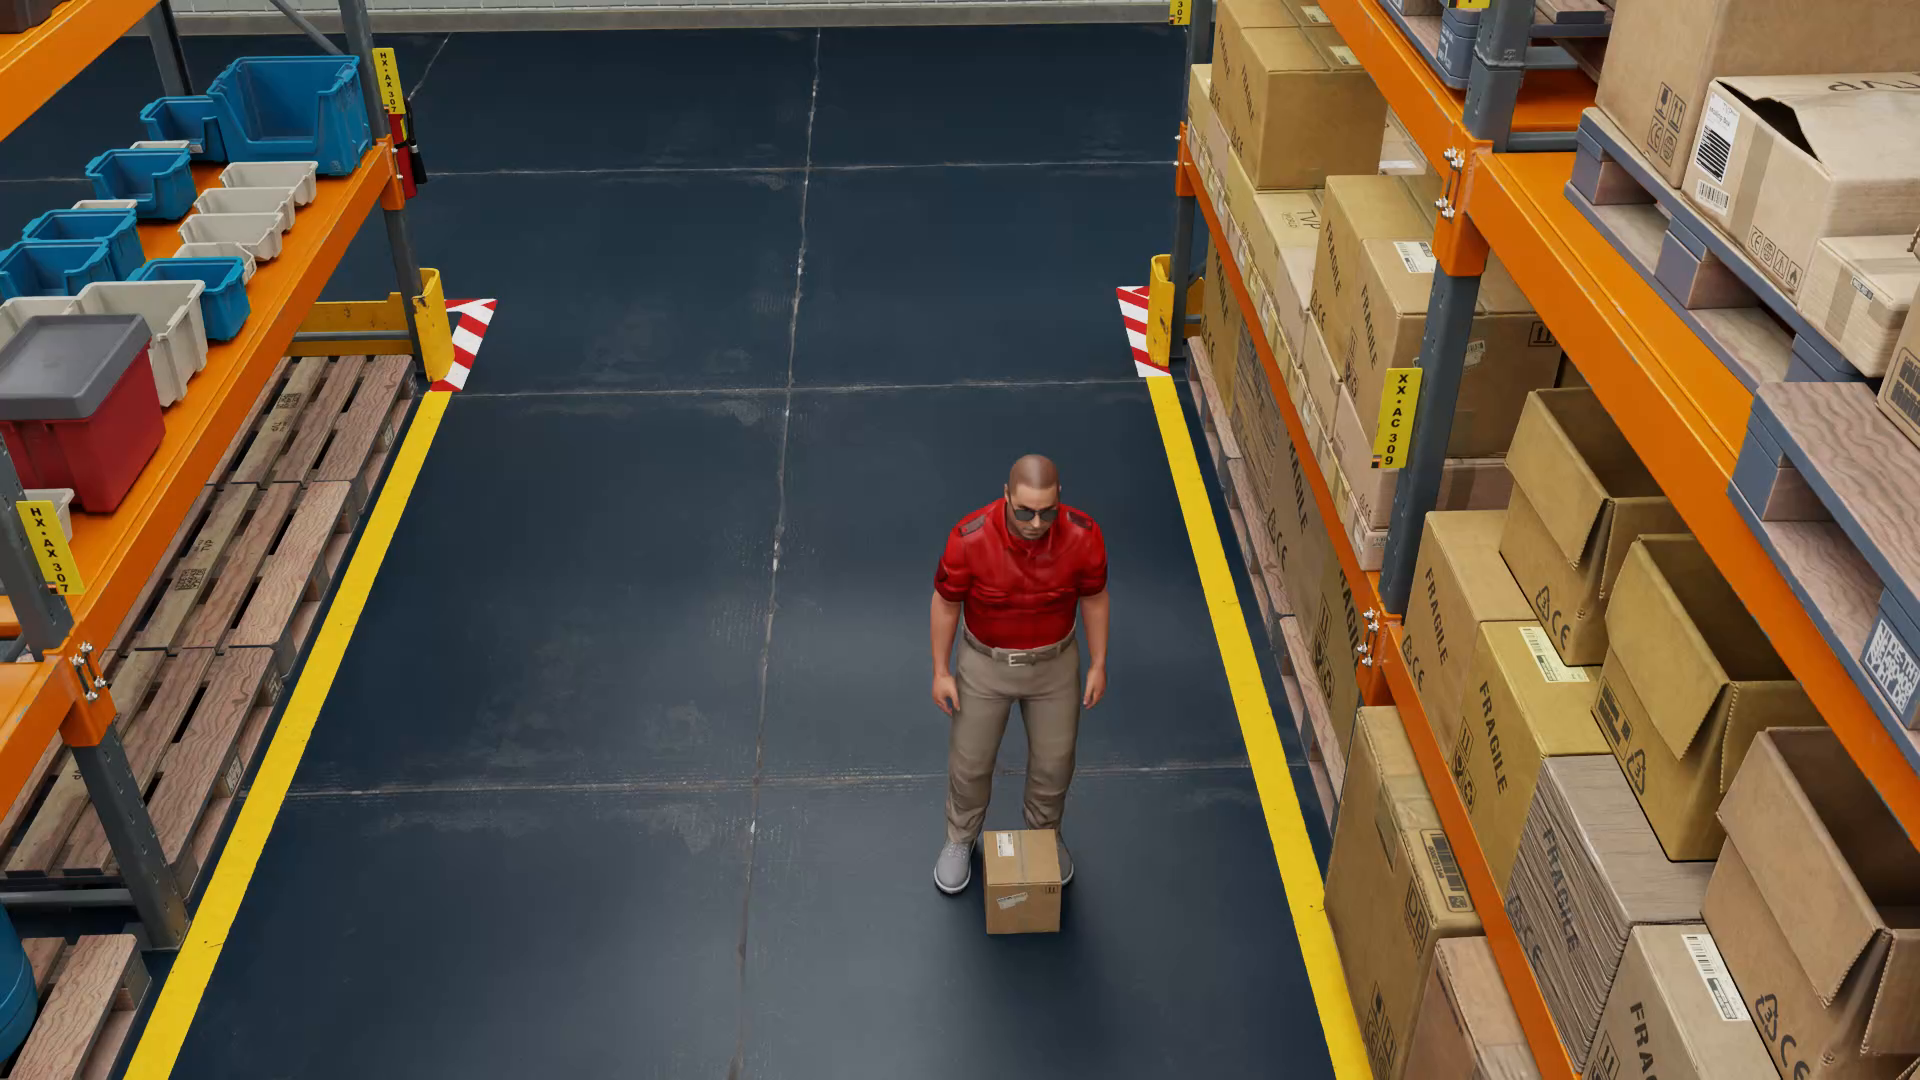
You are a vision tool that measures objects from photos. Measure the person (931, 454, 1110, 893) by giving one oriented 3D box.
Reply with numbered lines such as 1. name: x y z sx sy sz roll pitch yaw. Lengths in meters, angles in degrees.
1. person: 0.198 0.431 5.542 0.595 1.727 0.384 -2 35 -3
